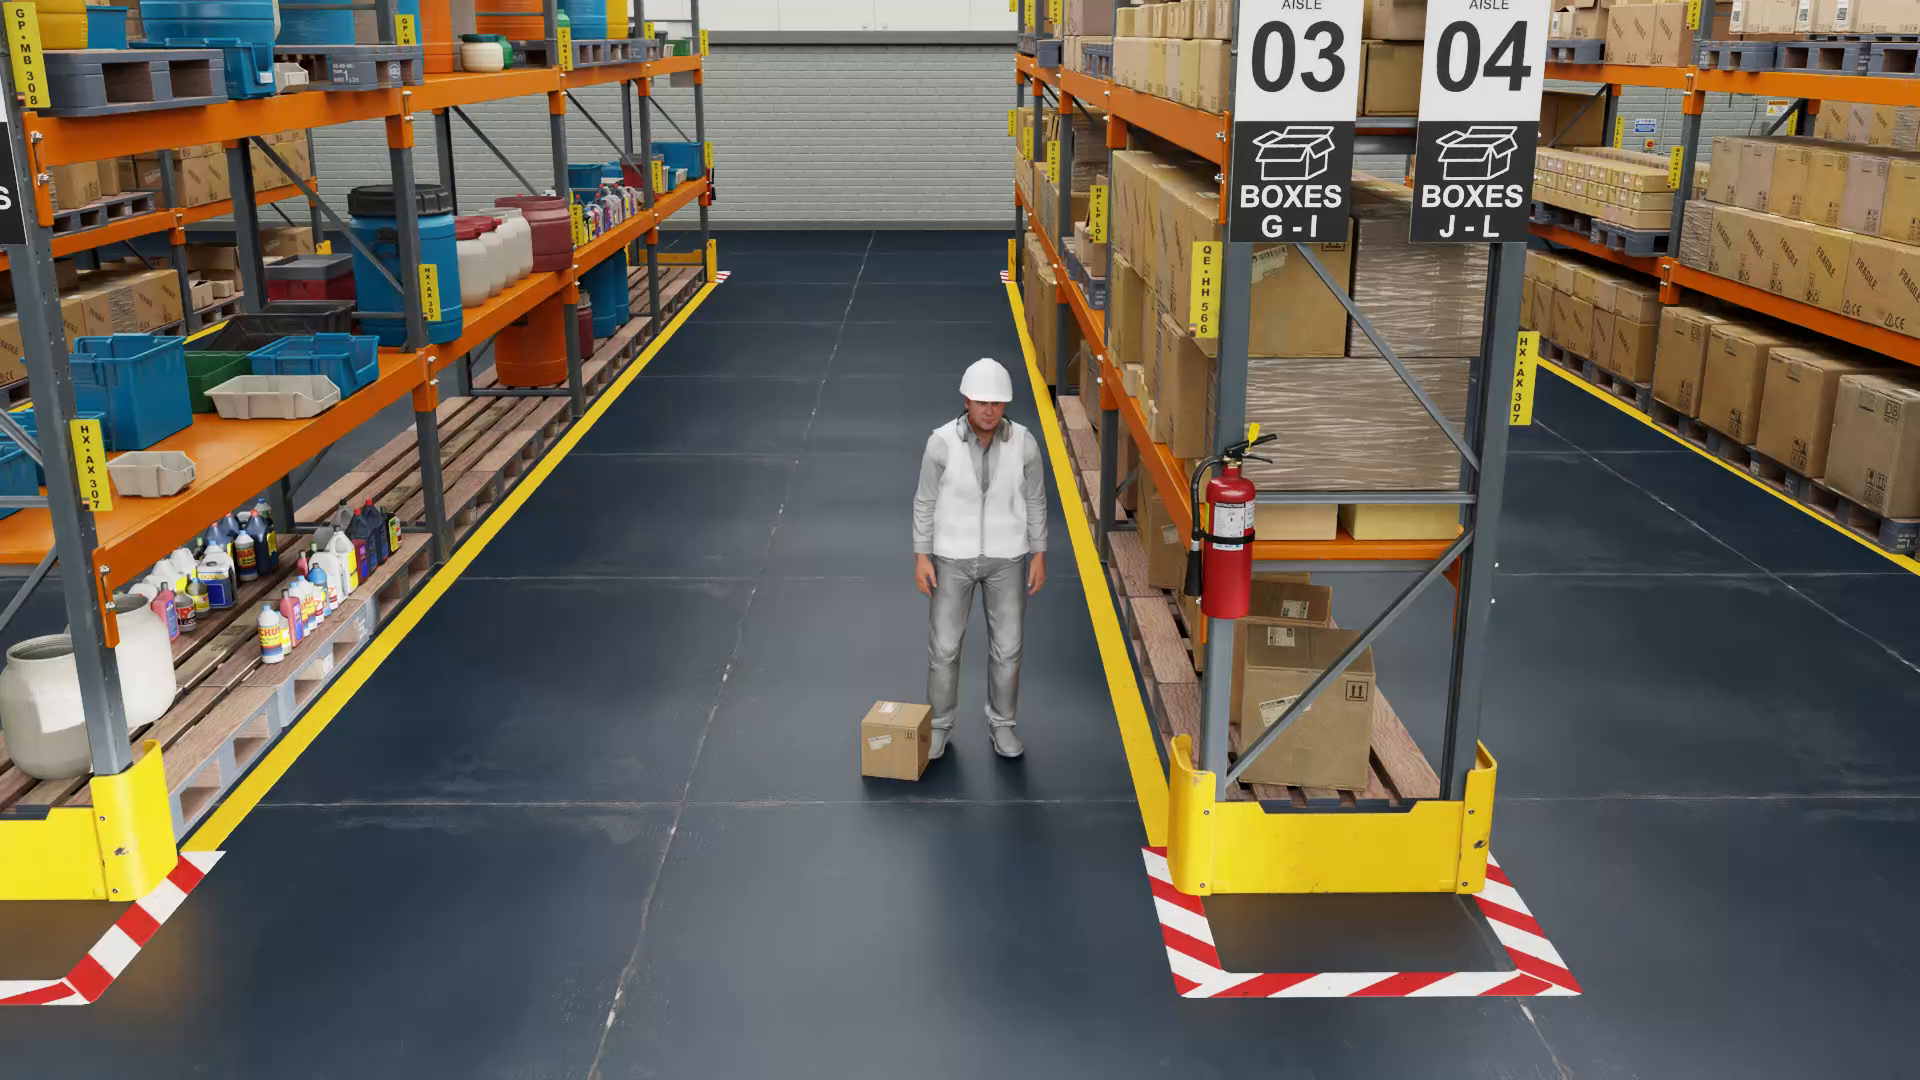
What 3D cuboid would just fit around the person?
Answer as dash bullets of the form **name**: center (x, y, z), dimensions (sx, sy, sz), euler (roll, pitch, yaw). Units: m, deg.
- **person**: center (0.088, 0.078, 7.240), dimensions (0.592, 1.773, 0.459), euler (-1, 17, -4)
